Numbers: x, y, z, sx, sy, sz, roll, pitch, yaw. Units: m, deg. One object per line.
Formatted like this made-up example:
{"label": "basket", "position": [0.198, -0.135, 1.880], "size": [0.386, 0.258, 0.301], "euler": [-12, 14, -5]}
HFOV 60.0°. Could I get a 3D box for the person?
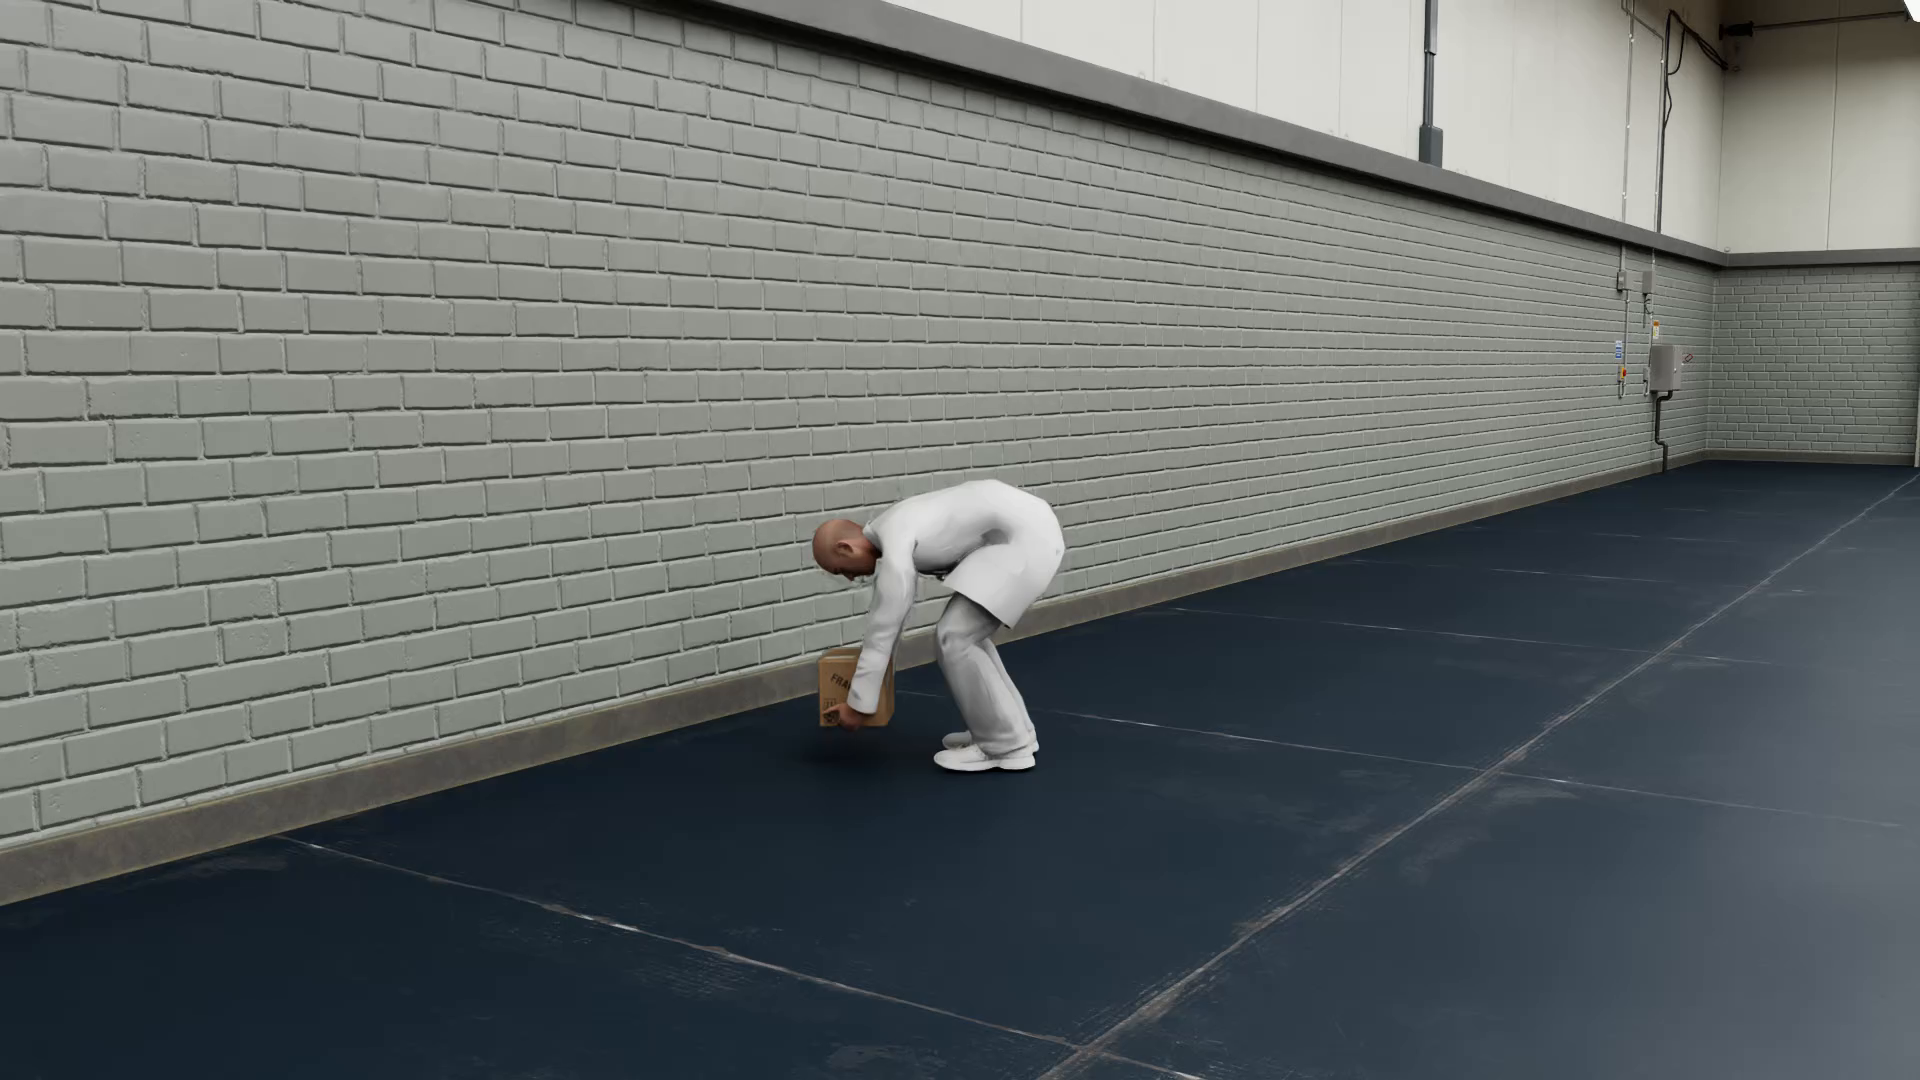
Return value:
{"label": "person", "position": [-0.082, 0.306, 6.243], "size": [0.947, 1.065, 0.584], "euler": [0, 6, 2]}
